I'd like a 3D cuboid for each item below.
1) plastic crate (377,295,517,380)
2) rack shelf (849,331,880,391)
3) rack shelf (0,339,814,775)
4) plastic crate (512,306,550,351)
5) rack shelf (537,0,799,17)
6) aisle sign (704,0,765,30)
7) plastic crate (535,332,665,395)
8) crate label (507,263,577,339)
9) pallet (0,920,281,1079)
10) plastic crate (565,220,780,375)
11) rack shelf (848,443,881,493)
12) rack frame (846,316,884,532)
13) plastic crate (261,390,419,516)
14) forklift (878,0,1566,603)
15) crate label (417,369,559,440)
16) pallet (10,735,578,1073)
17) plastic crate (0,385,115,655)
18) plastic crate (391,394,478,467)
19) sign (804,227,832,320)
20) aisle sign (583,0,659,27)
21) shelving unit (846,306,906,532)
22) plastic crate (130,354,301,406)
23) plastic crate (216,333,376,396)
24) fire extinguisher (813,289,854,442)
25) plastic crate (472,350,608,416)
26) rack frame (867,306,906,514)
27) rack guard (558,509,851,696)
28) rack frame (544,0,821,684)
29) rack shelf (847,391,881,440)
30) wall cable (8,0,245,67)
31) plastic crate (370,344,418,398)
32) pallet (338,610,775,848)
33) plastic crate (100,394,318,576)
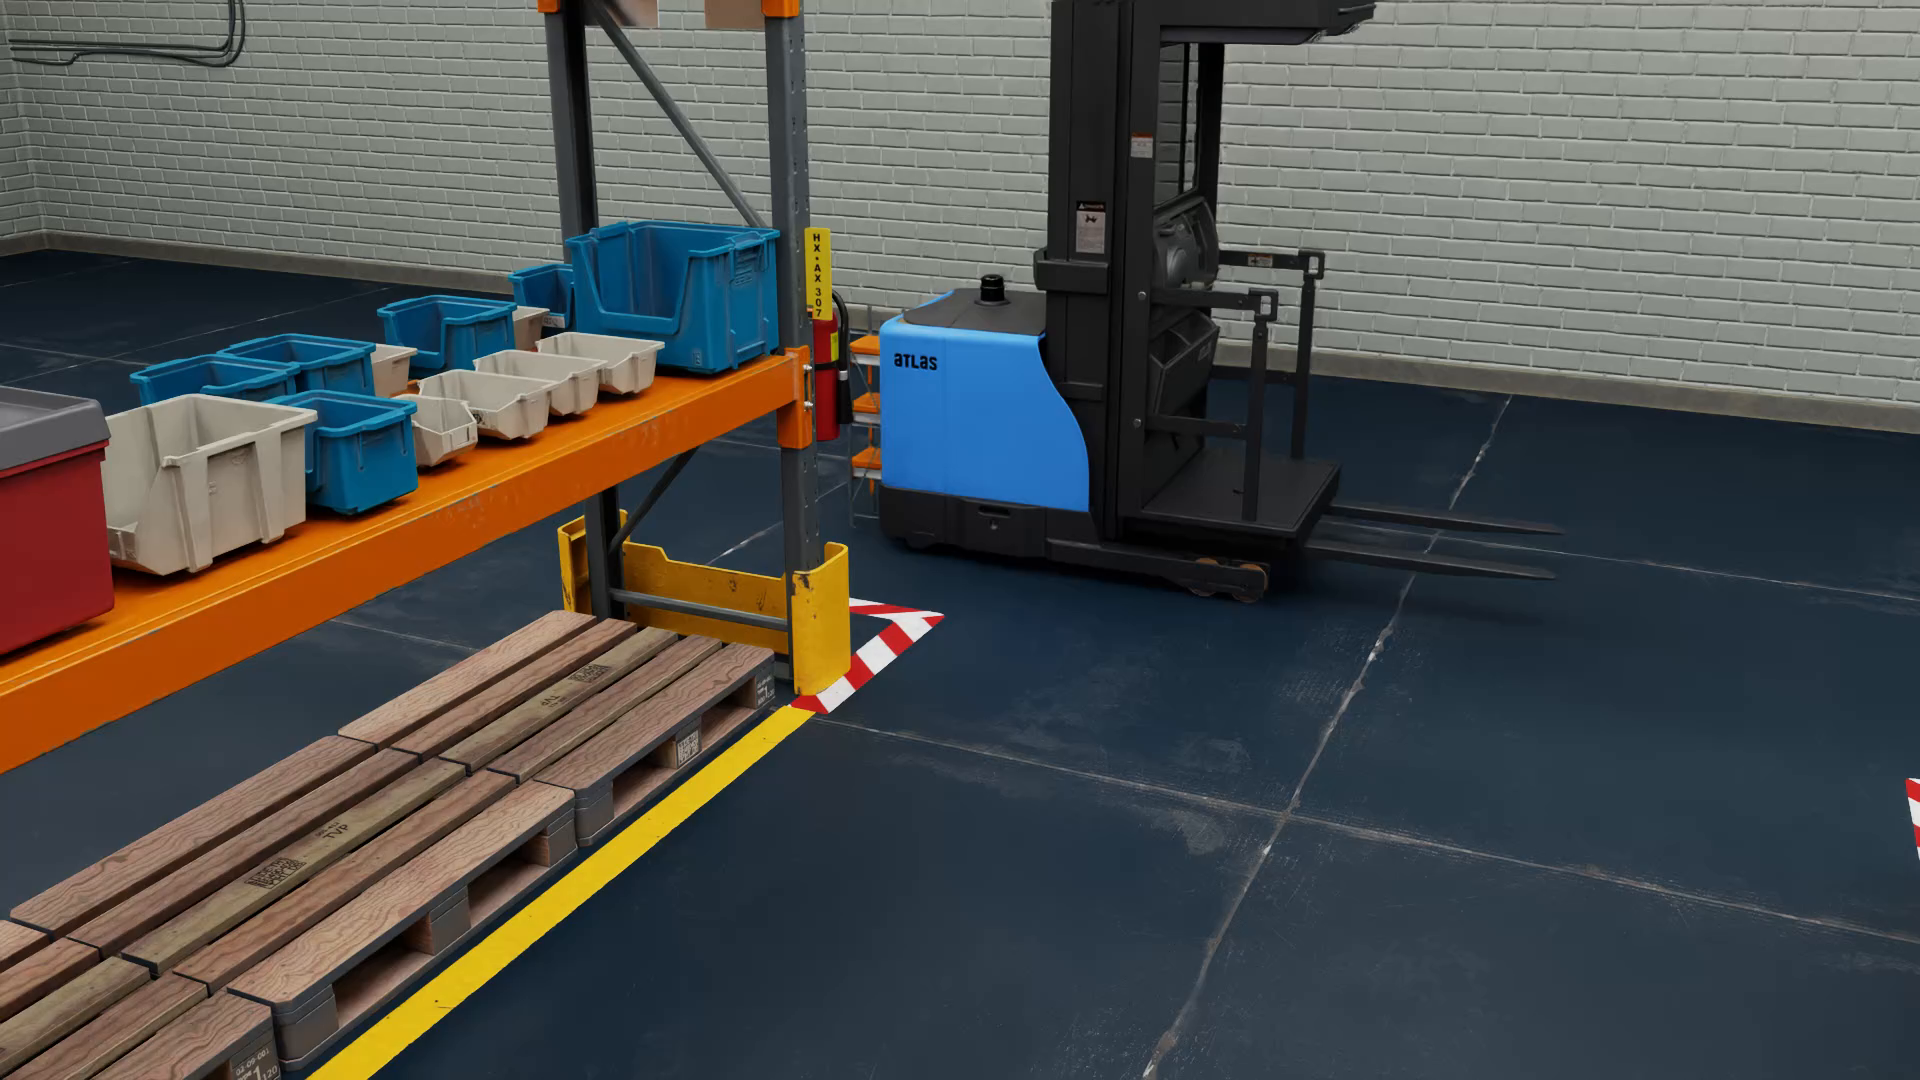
[{"bbox_3d":[-1.682,-0.656,5.497,0.416,0.233,0.300,9,21,23],"label":"plastic crate"},{"bbox_3d":[-0.399,-0.837,7.941,0.215,0.259,0.240,8,21,21],"label":"rack shelf"},{"bbox_3d":[-1.830,0.012,4.532,1.077,0.370,4.000,9,21,23],"label":"rack shelf"},{"bbox_3d":[-1.619,-0.725,5.835,0.250,0.136,0.298,9,21,23],"label":"plastic crate"},{"bbox_3d":[-1.830,-1.401,4.029,1.077,0.370,4.000,9,21,23],"label":"rack shelf"},{"bbox_3d":[-0.714,-2.145,5.644,0.394,0.787,0.004,9,21,23],"label":"aisle sign"},{"bbox_3d":[-1.180,-0.568,5.394,0.396,0.136,0.243,9,21,23],"label":"plastic crate"},{"bbox_3d":[-1.412,-0.857,6.063,0.416,0.233,0.303,9,21,23],"label":"crate label"},{"bbox_3d":[-2.383,1.368,3.806,1.003,0.211,1.213,9,21,23],"label":"pallet"},{"bbox_3d":[-0.978,-0.855,5.754,0.616,0.435,0.499,9,21,23],"label":"plastic crate"},{"bbox_3d":[-0.398,-0.308,8.129,0.215,0.259,0.240,8,21,21],"label":"rack shelf"},{"bbox_3d":[-0.445,-0.542,7.926,0.200,1.050,0.008,8,21,21],"label":"rack frame"},{"bbox_3d":[-1.618,-0.225,4.284,0.416,0.233,0.300,9,21,23],"label":"plastic crate"},{"bbox_3d":[1.183,-1.311,7.281,3.031,2.935,1.130,8,21,21],"label":"forklift"},{"bbox_3d":[-1.403,-0.393,4.901,0.396,0.136,0.243,9,21,23],"label":"crate label"},{"bbox_3d":[-1.885,0.994,4.859,1.003,0.211,1.213,9,21,23],"label":"pallet"},{"bbox_3d":[-2.054,-0.012,3.342,0.402,0.464,0.583,9,21,23],"label":"plastic crate"},{"bbox_3d":[-1.507,-0.300,4.640,0.298,0.136,0.250,9,21,23],"label":"plastic crate"},{"bbox_3d":[-0.502,-0.945,5.905,0.100,0.325,0.005,9,21,23],"label":"sign"},{"bbox_3d":[-1.252,-2.226,5.871,0.394,0.787,0.004,9,21,23],"label":"aisle sign"},{"bbox_3d":[-0.399,-0.580,8.032,0.215,1.050,0.252,8,21,21],"label":"shelving unit"},{"bbox_3d":[-2.074,-0.363,4.673,0.416,0.233,0.300,9,21,23],"label":"plastic crate"},{"bbox_3d":[-1.951,-0.455,4.931,0.416,0.233,0.300,9,21,23],"label":"plastic crate"},{"bbox_3d":[-0.534,-0.710,6.160,0.296,0.674,0.183,9,21,23],"label":"fire extinguisher"},{"bbox_3d":[-1.311,-0.481,5.150,0.396,0.136,0.243,9,21,23],"label":"plastic crate"},{"bbox_3d":[-0.352,-0.618,8.139,0.200,1.050,0.008,8,21,21],"label":"rack frame"},{"bbox_3d":[-1.013,0.230,6.575,1.175,0.500,0.348,9,21,23],"label":"rack guard"},{"bbox_3d":[-1.011,-0.938,6.130,1.000,3.000,0.127,9,21,23],"label":"rack frame"},{"bbox_3d":[-0.399,-0.570,8.036,0.215,0.259,0.240,8,21,21],"label":"rack shelf"},{"bbox_3d":[-7.407,-5.341,14.192,3.097,2.526,0.112,9,21,23],"label":"wall cable"},{"bbox_3d":[-1.897,-0.518,5.252,0.250,0.136,0.298,9,21,23],"label":"plastic crate"},{"bbox_3d":[-1.384,0.622,5.904,1.003,0.211,1.213,9,21,23],"label":"pallet"},{"bbox_3d":[-1.855,-0.129,3.943,0.437,0.282,0.530,9,21,23],"label":"plastic crate"}]
